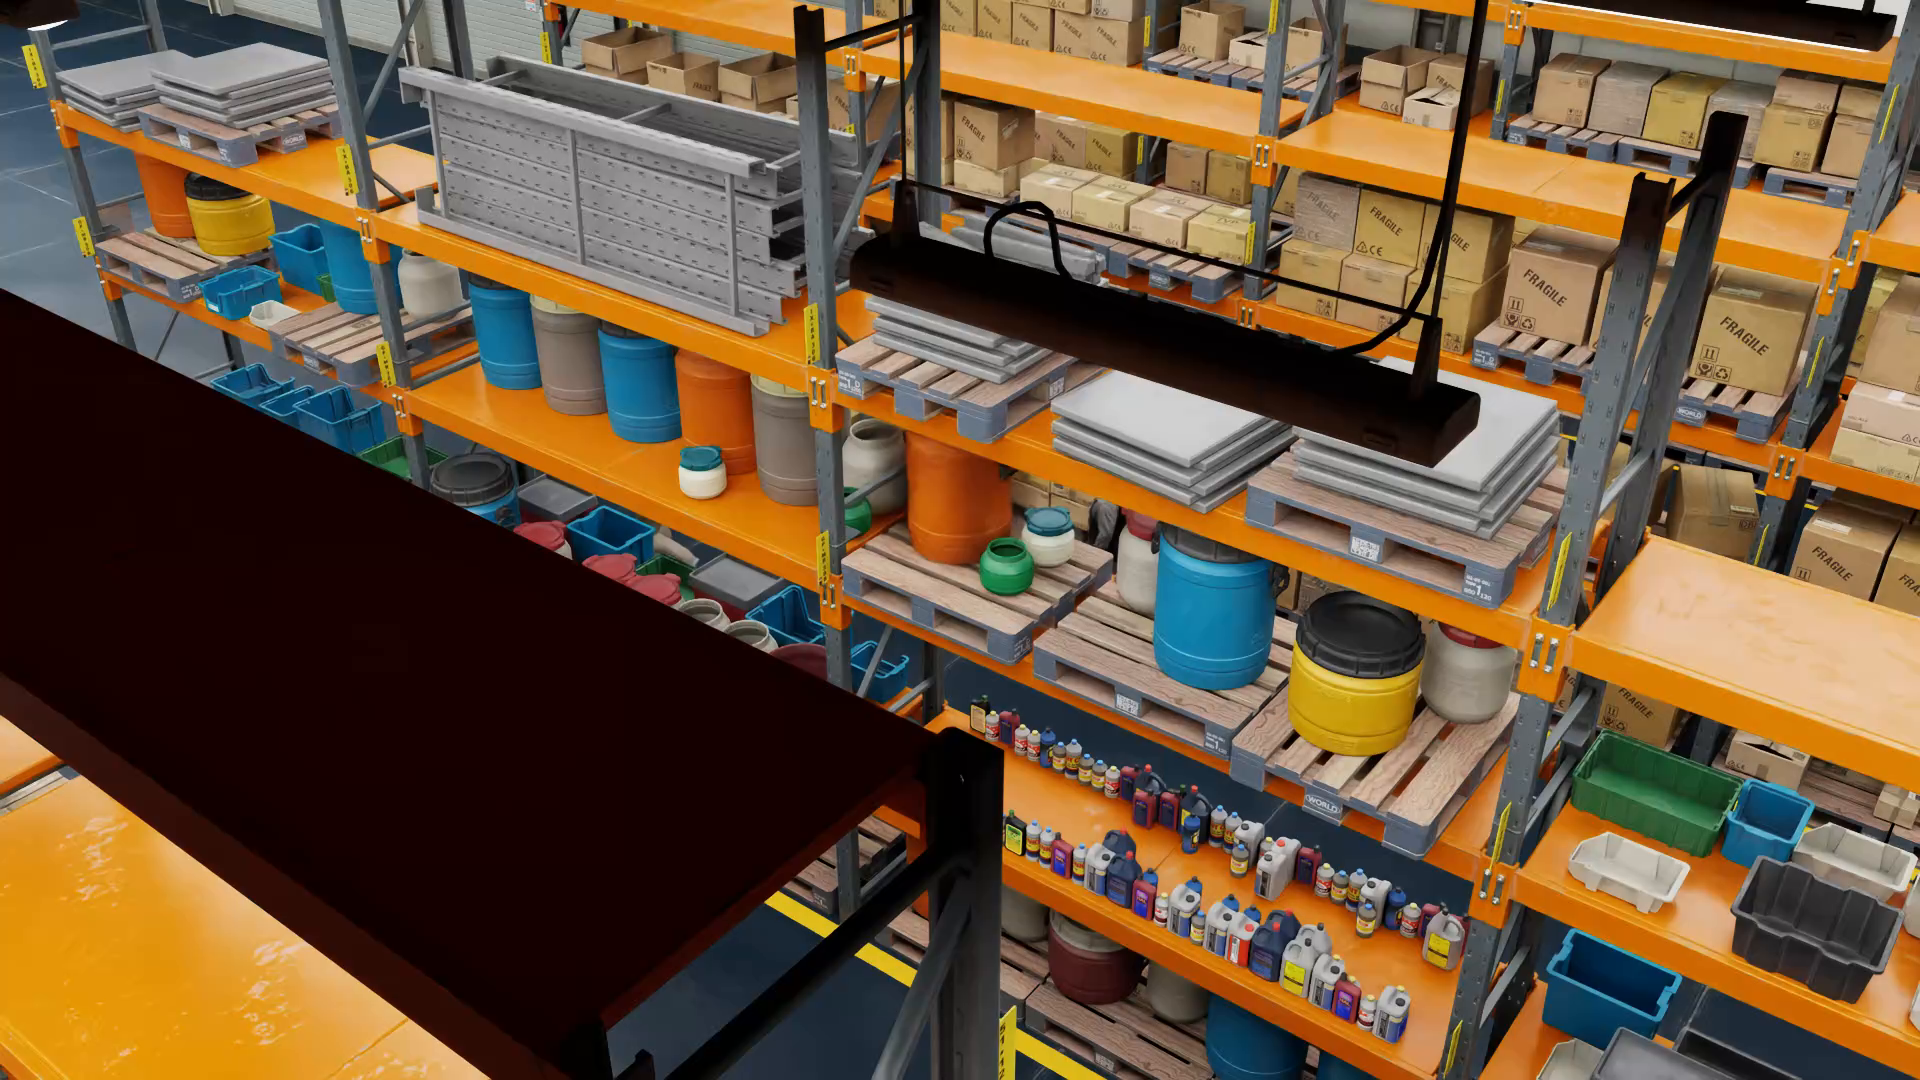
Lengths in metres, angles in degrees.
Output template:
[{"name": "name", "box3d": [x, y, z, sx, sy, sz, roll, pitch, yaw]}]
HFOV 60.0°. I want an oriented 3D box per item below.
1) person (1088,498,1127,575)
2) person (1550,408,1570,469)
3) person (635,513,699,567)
[{"name": "person", "box3d": [1.300, 0.106, 13.492, 0.638, 1.704, 0.624, 14, 34, 22]}, {"name": "person", "box3d": [5.482, -1.389, 15.853, 1.062, 1.706, 0.631, 15, 35, 24]}, {"name": "person", "box3d": [-2.556, -0.395, 14.308, 0.624, 1.713, 0.634, 11, 33, 17]}]
